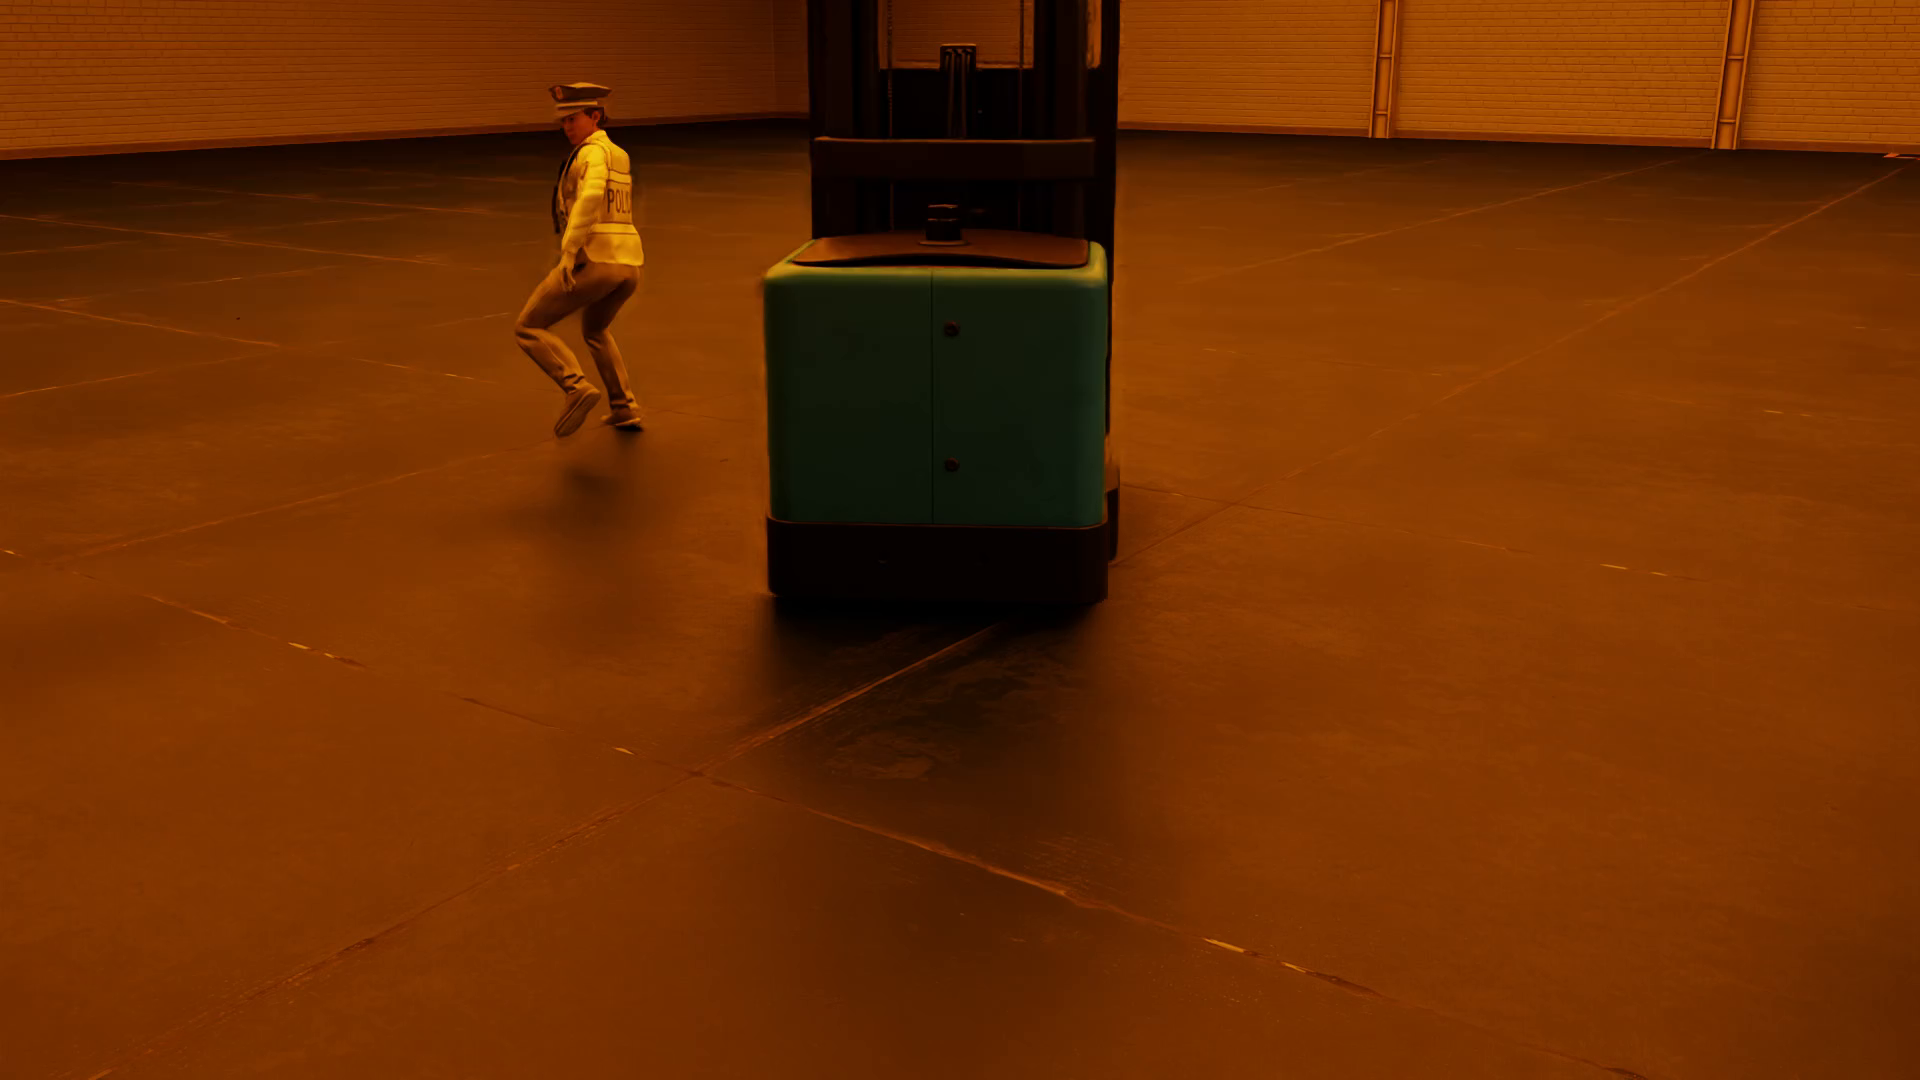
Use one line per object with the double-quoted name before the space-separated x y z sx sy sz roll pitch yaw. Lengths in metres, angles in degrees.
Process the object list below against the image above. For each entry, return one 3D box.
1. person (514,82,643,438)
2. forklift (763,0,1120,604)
"person" -1.646 -1.210 7.337 0.516 1.561 0.804 7 18 22
"forklift" 0.030 -1.581 6.120 1.130 2.935 3.031 1 17 4
